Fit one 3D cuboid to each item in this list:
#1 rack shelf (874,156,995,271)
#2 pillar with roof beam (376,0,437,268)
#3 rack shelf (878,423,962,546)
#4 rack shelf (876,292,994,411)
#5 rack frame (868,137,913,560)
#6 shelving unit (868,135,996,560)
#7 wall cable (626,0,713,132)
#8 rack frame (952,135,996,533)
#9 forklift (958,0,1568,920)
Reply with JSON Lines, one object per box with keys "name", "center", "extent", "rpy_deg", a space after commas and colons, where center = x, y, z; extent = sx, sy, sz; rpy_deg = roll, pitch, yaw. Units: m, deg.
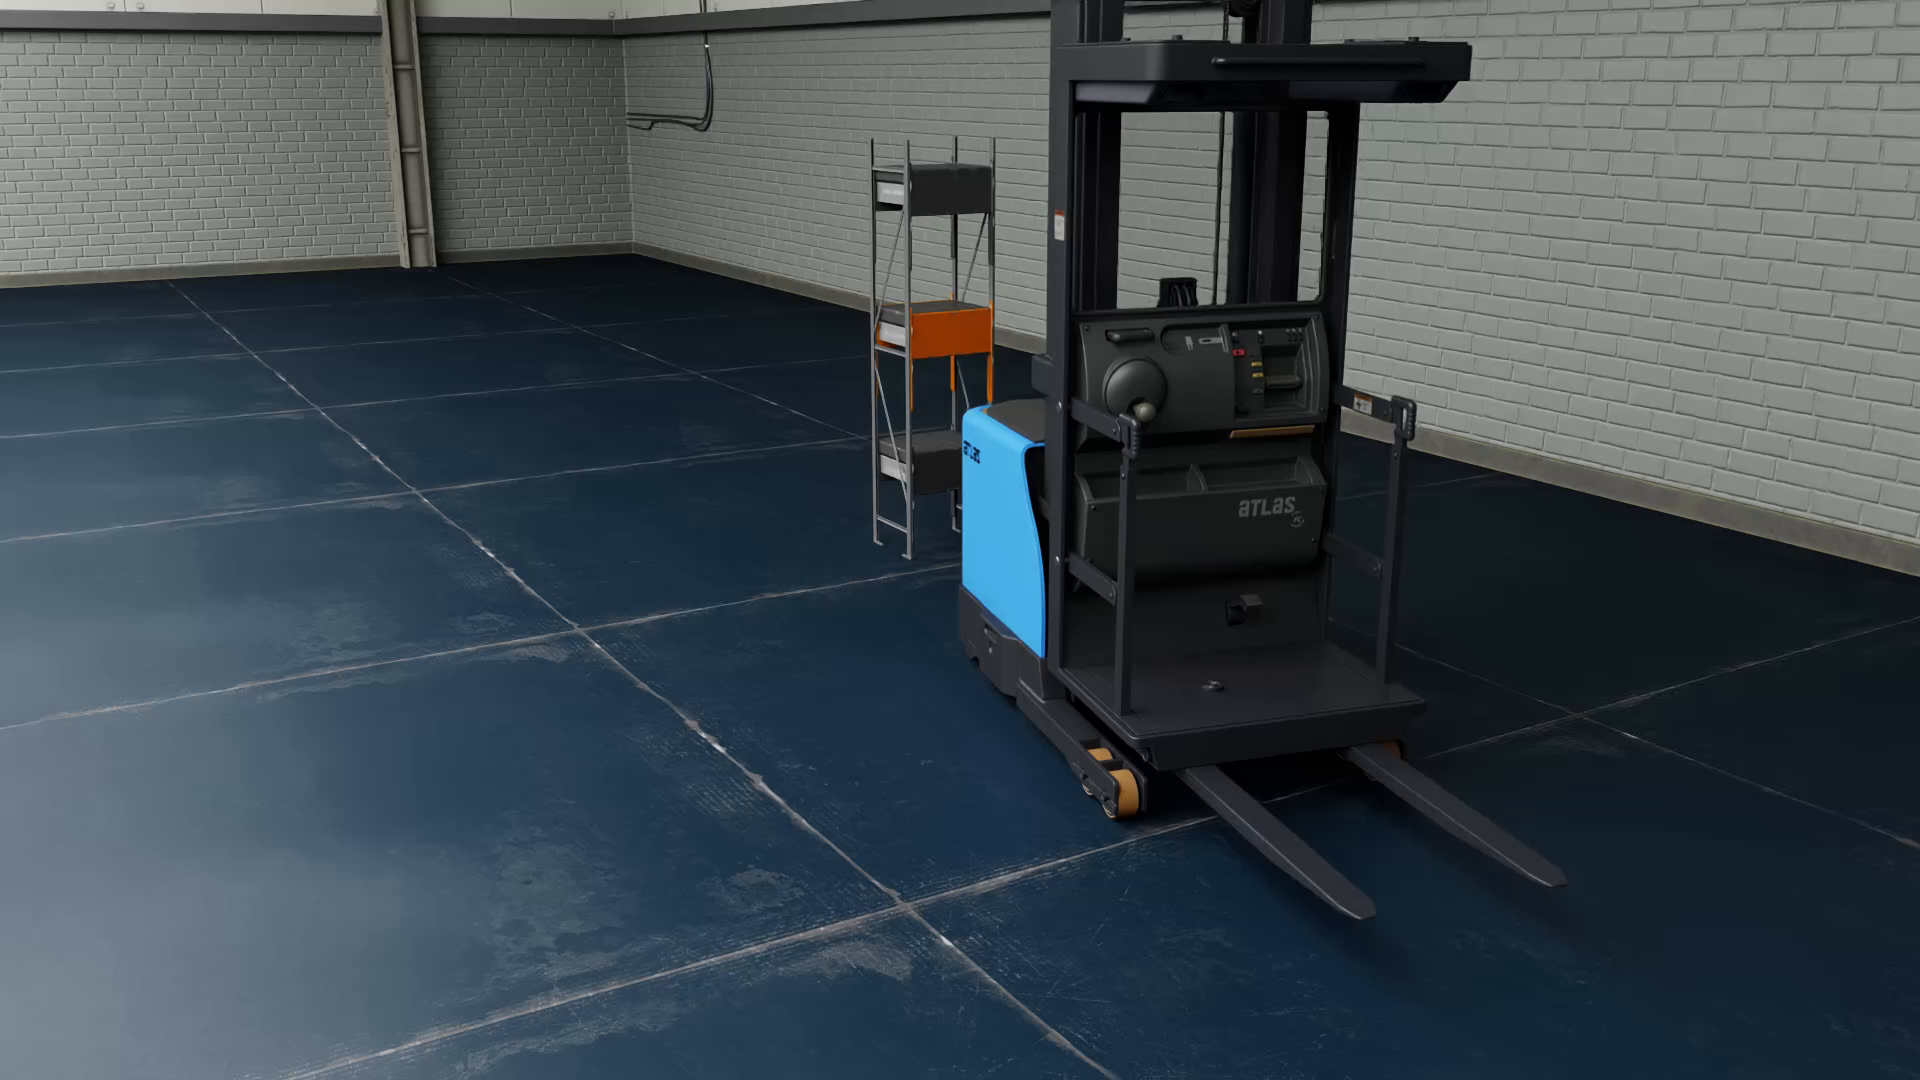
{"name": "rack shelf", "center": [-0.142, -1.649, 8.359], "extent": [0.480, 0.518, 0.431], "rpy_deg": [-9, 18, -30]}
{"name": "pillar with roof beam", "center": [-4.813, -6.894, 16.831], "extent": [0.400, 9.000, 9.100], "rpy_deg": [-9, 18, -30]}
{"name": "rack shelf", "center": [-0.142, -0.301, 8.737], "extent": [0.480, 0.518, 0.431], "rpy_deg": [-9, 18, -30]}
{"name": "rack shelf", "center": [-0.142, -0.975, 8.548], "extent": [0.480, 0.518, 0.431], "rpy_deg": [-9, 18, -30]}
{"name": "rack frame", "center": [-0.351, -0.954, 8.423], "extent": [0.015, 2.100, 0.400], "rpy_deg": [-9, 18, -30]}
{"name": "shelving unit", "center": [-0.142, -0.988, 8.544], "extent": [0.503, 2.100, 0.431], "rpy_deg": [-9, 18, -30]}
{"name": "wall cable", "center": [-3.824, -6.498, 21.173], "extent": [0.112, 2.526, 3.097], "rpy_deg": [-9, 18, -30]}
{"name": "rack frame", "center": [0.067, -1.022, 8.665], "extent": [0.015, 2.100, 0.400], "rpy_deg": [-9, 18, -30]}
{"name": "forklift", "center": [0.927, -0.597, 5.610], "extent": [1.130, 2.935, 3.031], "rpy_deg": [-5, 16, -17]}
